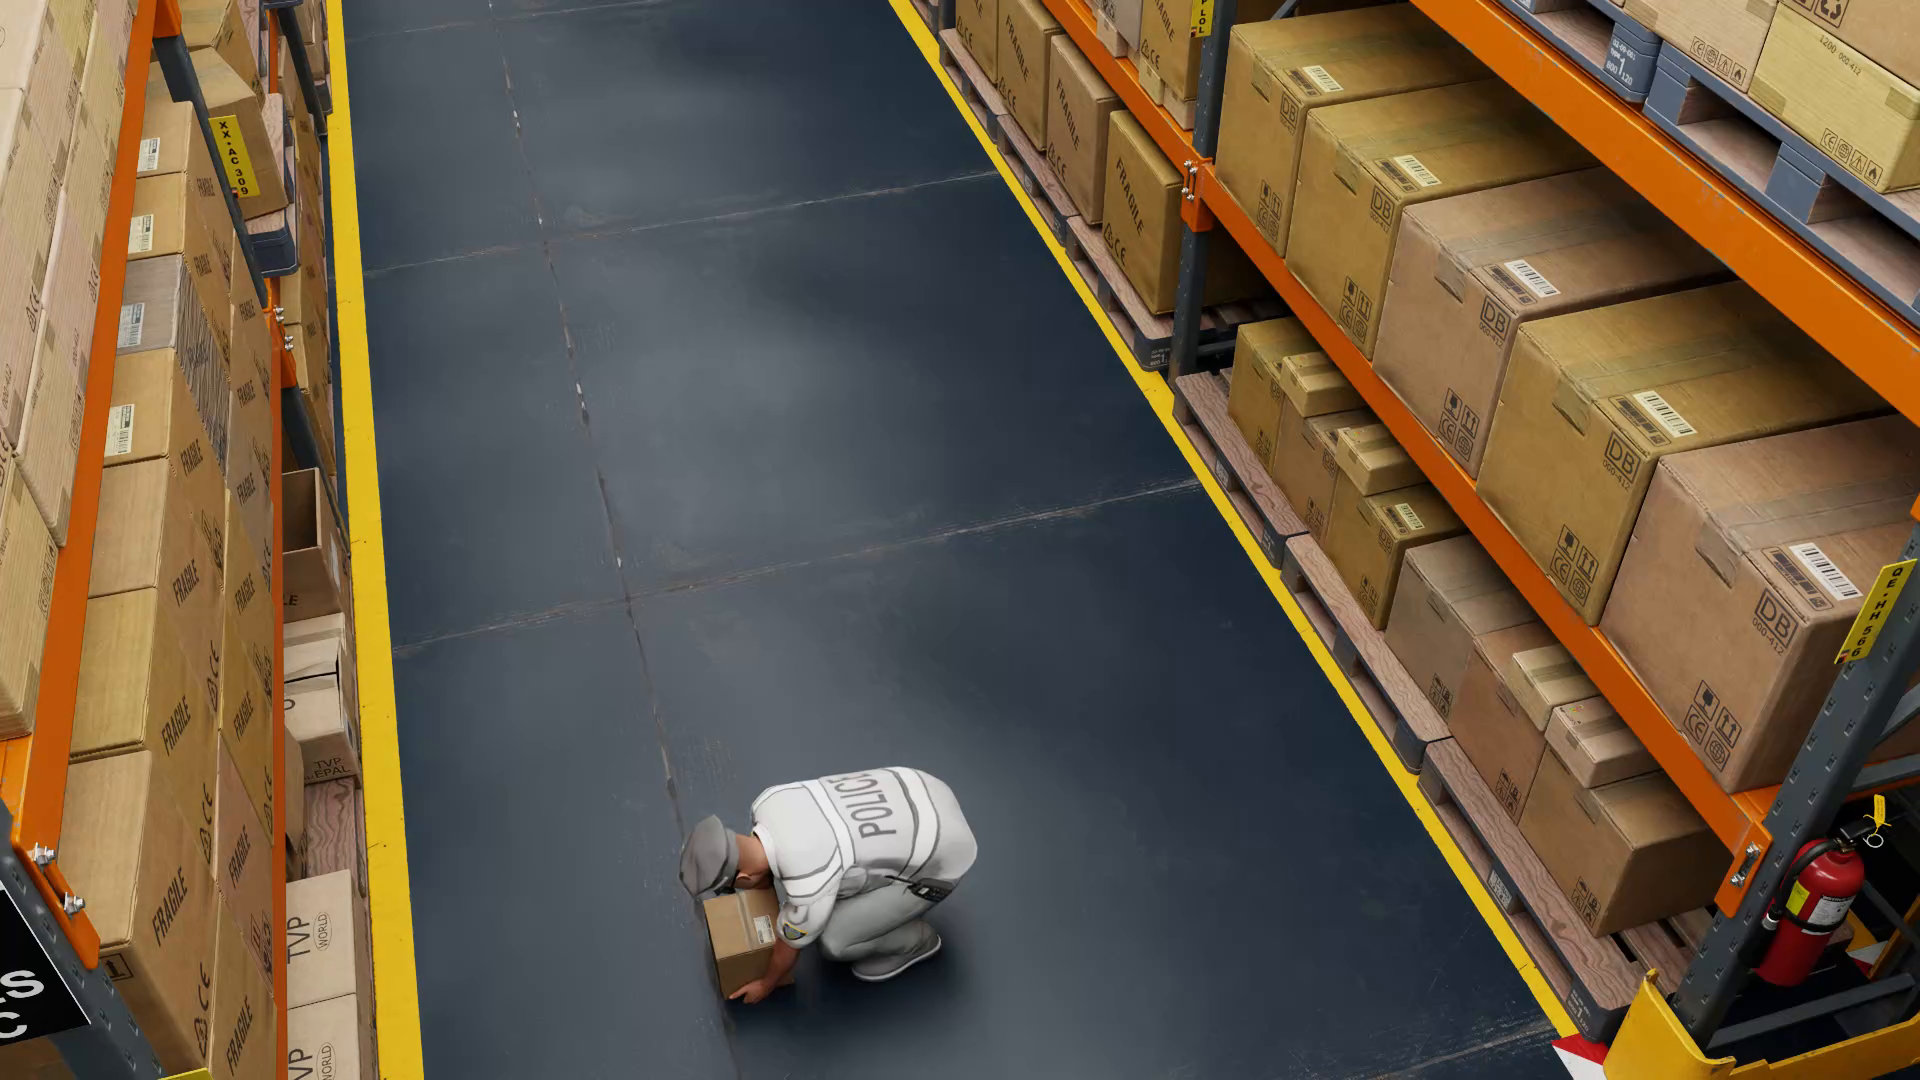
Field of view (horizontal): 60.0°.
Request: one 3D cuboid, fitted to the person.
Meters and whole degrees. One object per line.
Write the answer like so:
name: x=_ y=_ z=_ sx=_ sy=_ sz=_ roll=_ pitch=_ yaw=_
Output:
person: x=-0.439 y=1.146 z=5.637 sx=0.994 sy=0.894 sz=0.540 roll=-12 pitch=43 yaw=-13
